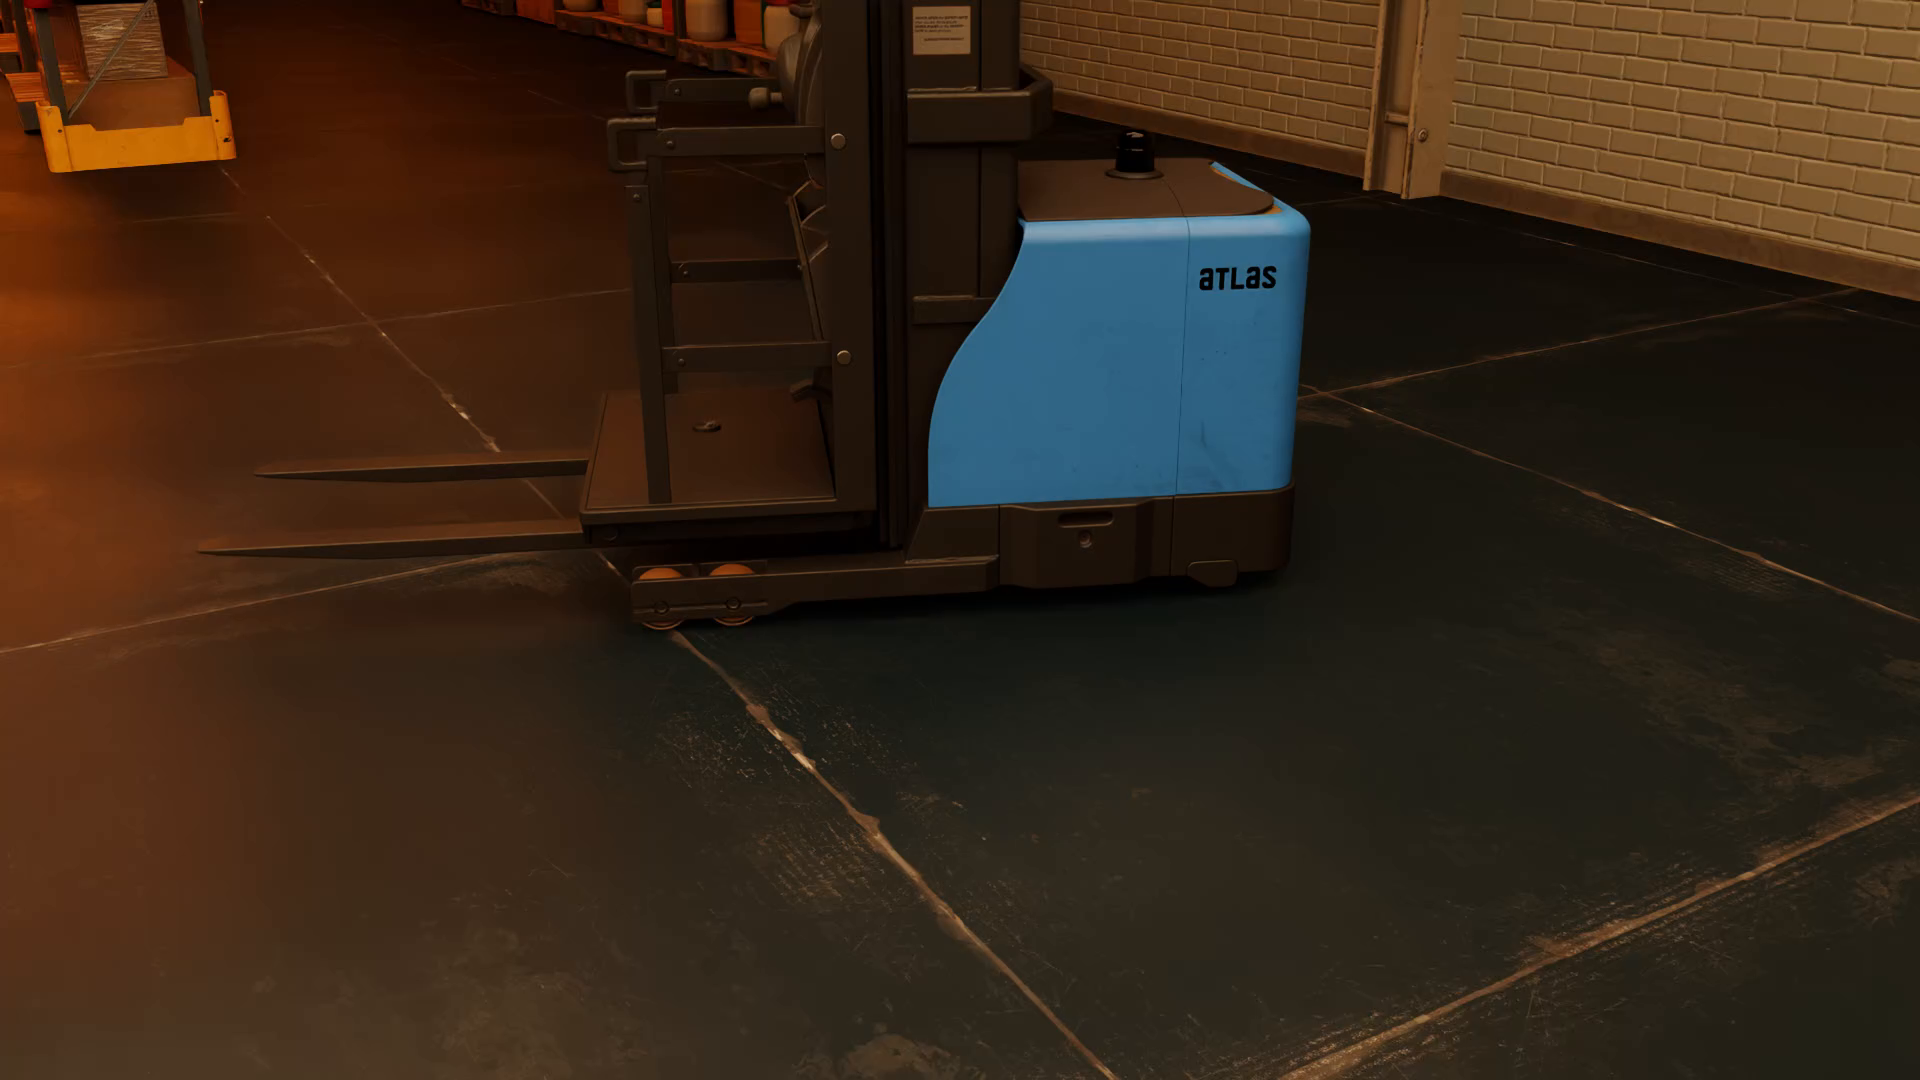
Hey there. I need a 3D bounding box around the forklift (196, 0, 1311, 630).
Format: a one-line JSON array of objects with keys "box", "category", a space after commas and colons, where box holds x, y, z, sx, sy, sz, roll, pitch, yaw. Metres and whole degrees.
[{"box": [-0.604, -1.324, 4.501, 3.031, 2.935, 1.130, -3, 22, -7], "category": "forklift"}]
